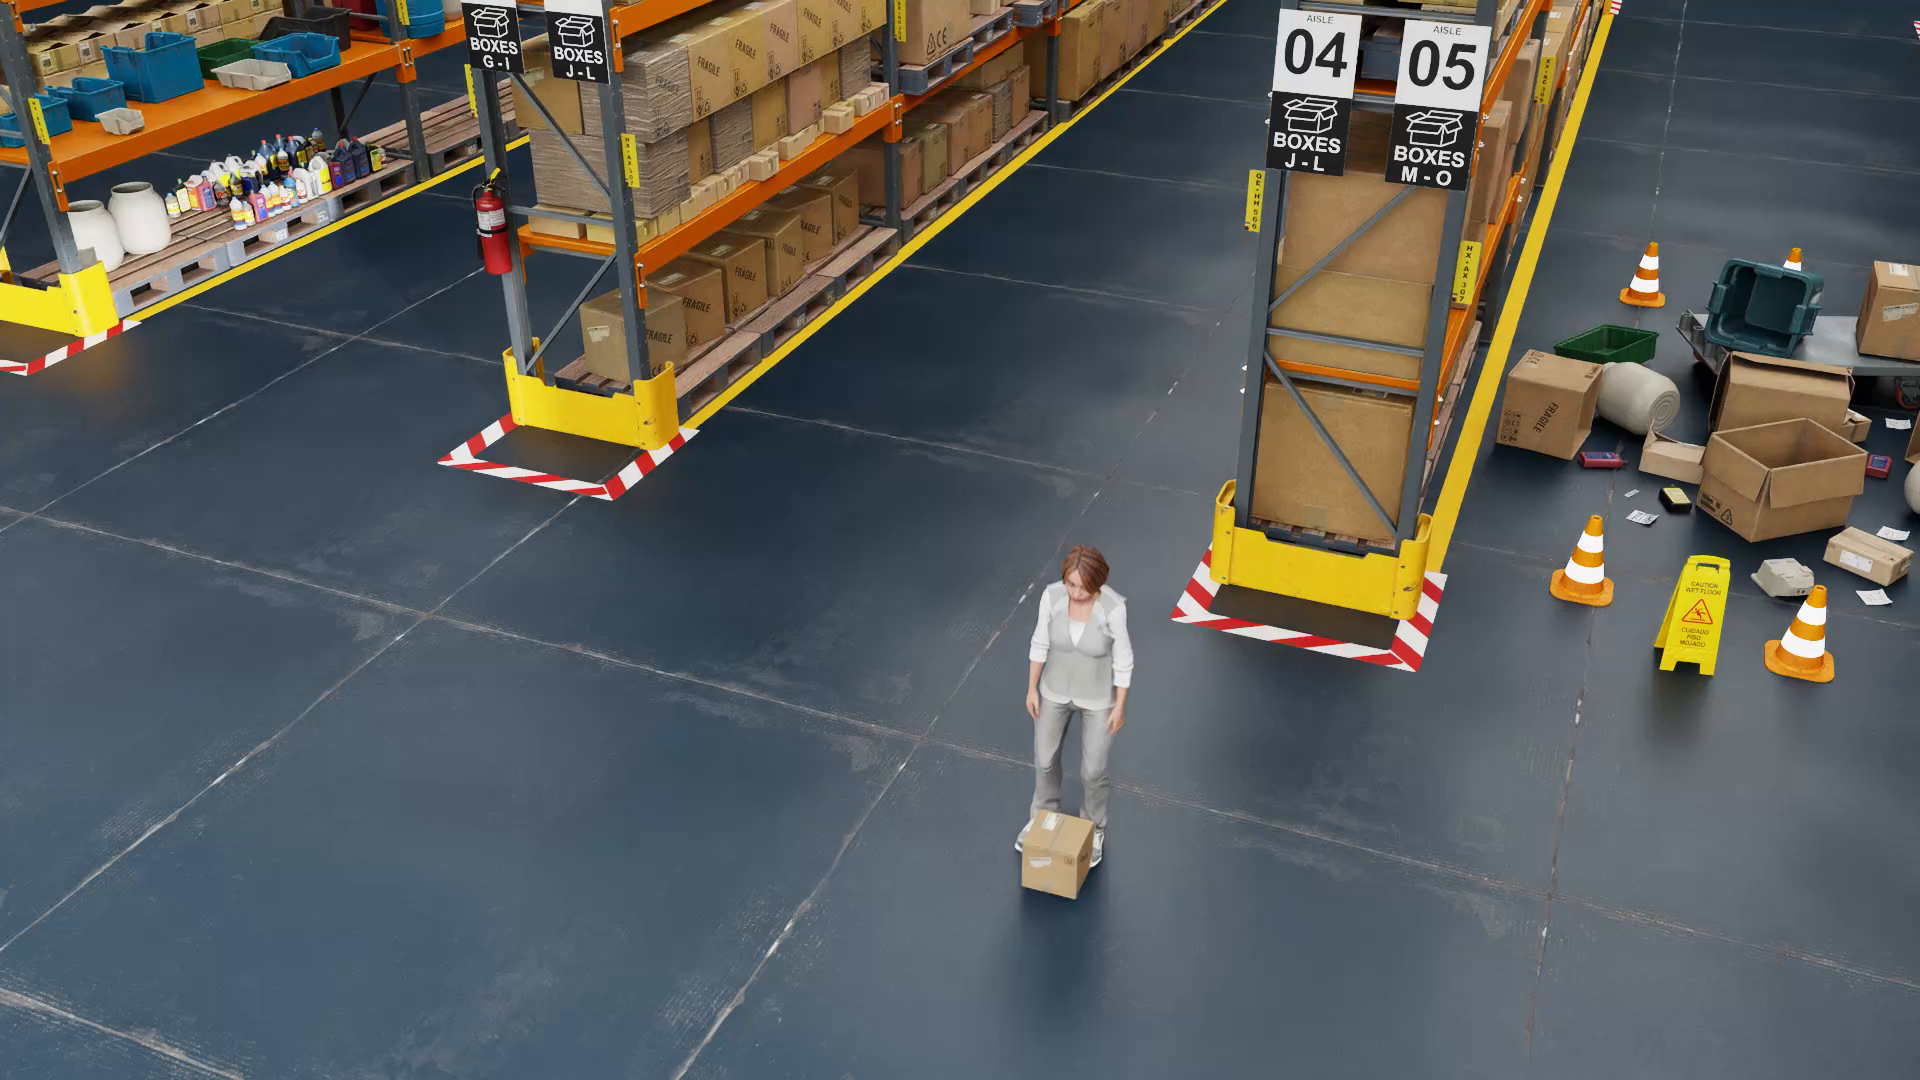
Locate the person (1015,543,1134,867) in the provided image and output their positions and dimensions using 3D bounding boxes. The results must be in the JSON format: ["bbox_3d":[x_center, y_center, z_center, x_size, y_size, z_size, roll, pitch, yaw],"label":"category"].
[{"bbox_3d":[0.510,0.691,7.202,0.462,1.593,0.339,10,32,17],"label":"person"}]
